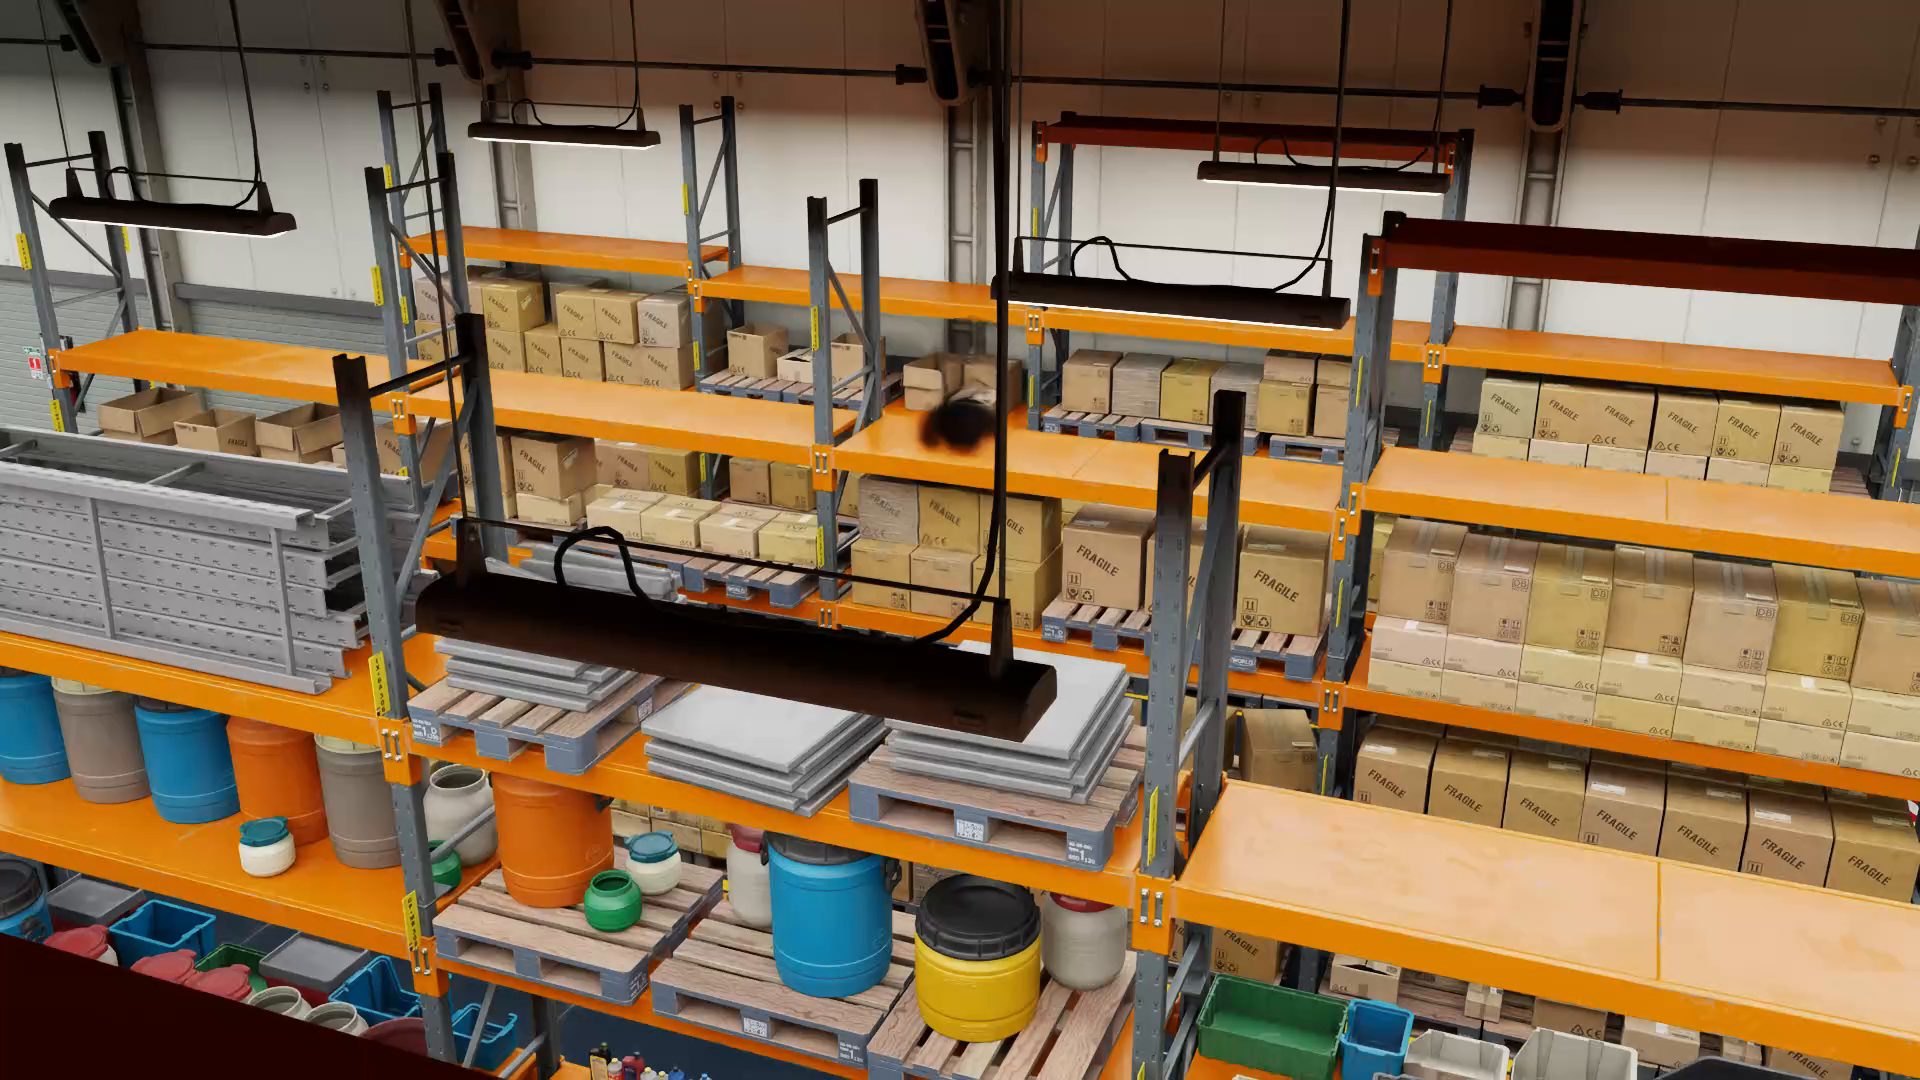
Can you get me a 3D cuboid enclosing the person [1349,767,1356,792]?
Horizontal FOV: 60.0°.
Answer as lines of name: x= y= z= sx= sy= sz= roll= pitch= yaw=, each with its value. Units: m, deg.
person: x=3.824 y=2.287 z=15.978 sx=0.409 sy=0.284 sz=0.261 roll=5 pitch=21 yaw=13
